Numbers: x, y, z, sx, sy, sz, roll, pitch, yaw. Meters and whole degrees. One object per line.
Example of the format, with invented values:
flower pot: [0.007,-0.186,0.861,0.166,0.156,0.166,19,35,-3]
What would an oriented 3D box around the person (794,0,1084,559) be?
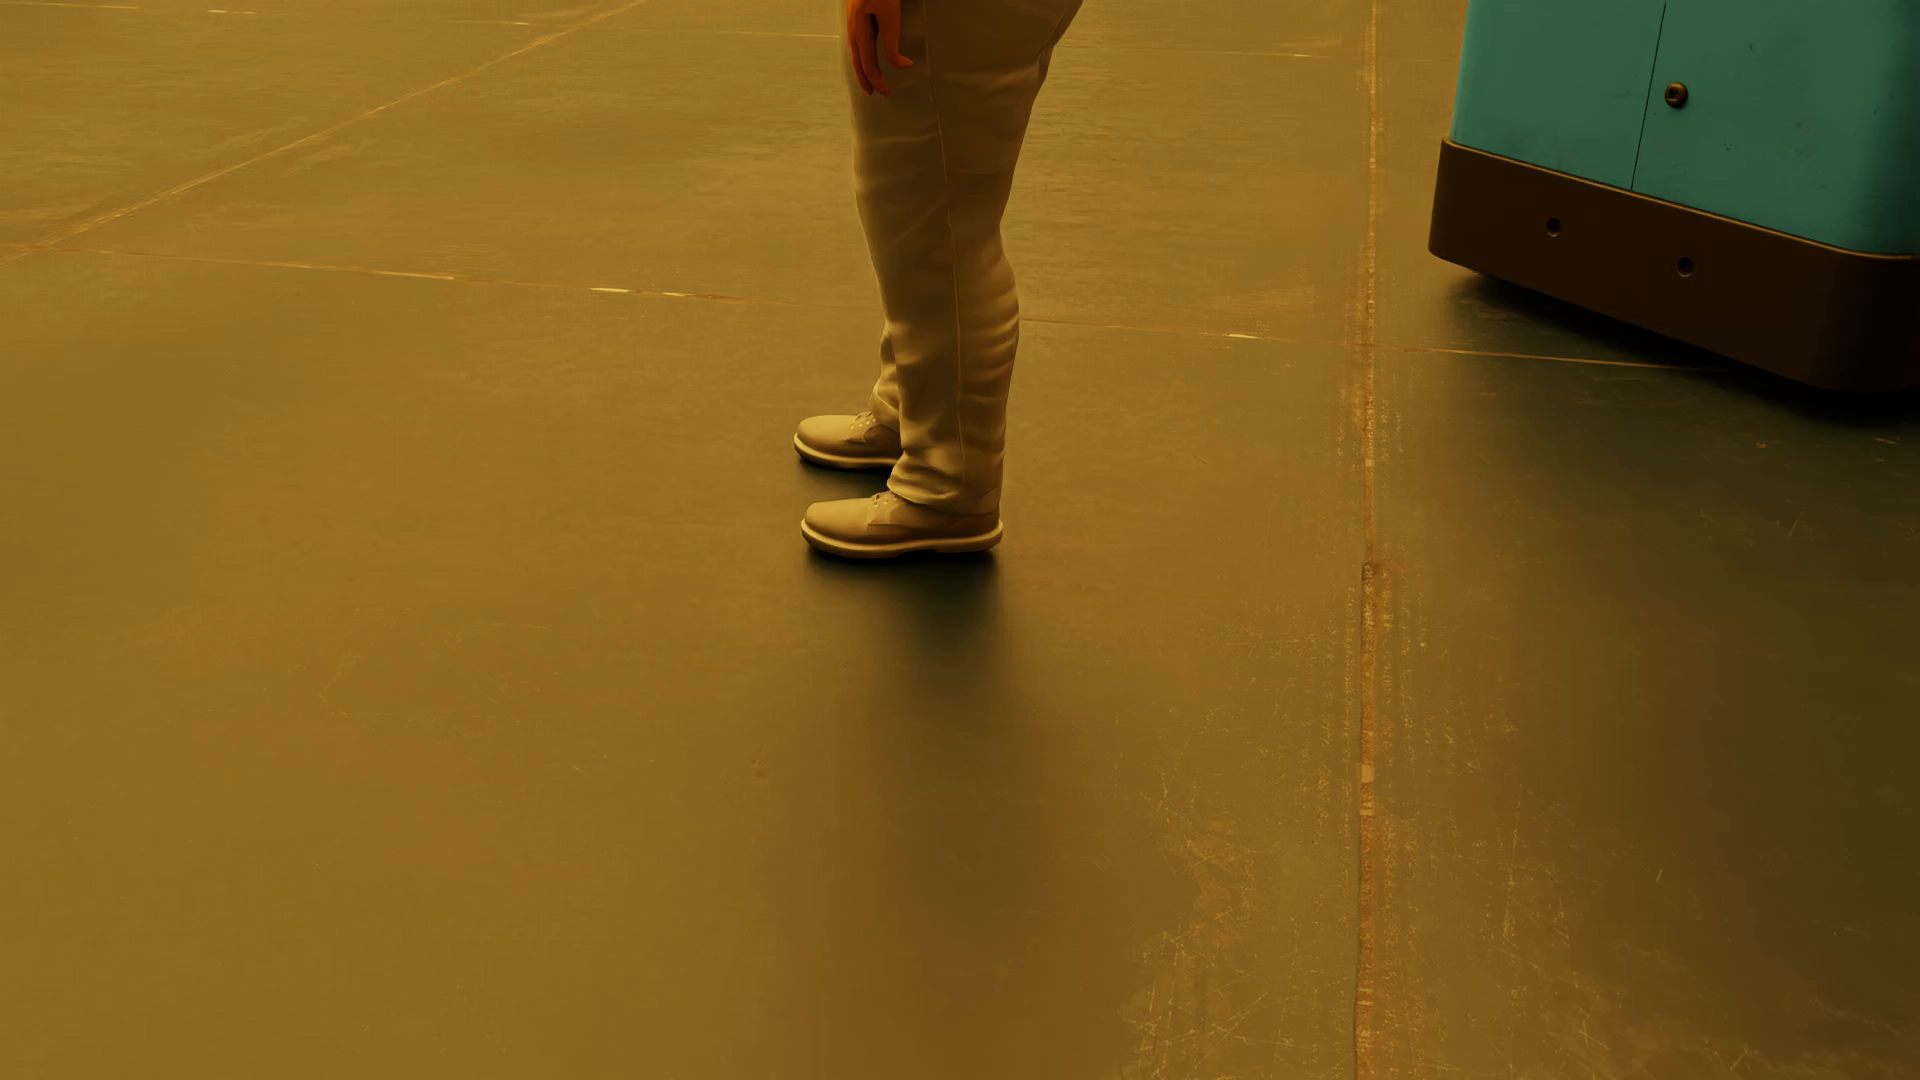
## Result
person: [-0.070,-0.768,2.156,0.529,1.670,0.597,6,27,11]

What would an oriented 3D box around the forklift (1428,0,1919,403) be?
forklift: [2.532,-2.030,3.269,3.031,2.935,1.130,-15,31,-28]
